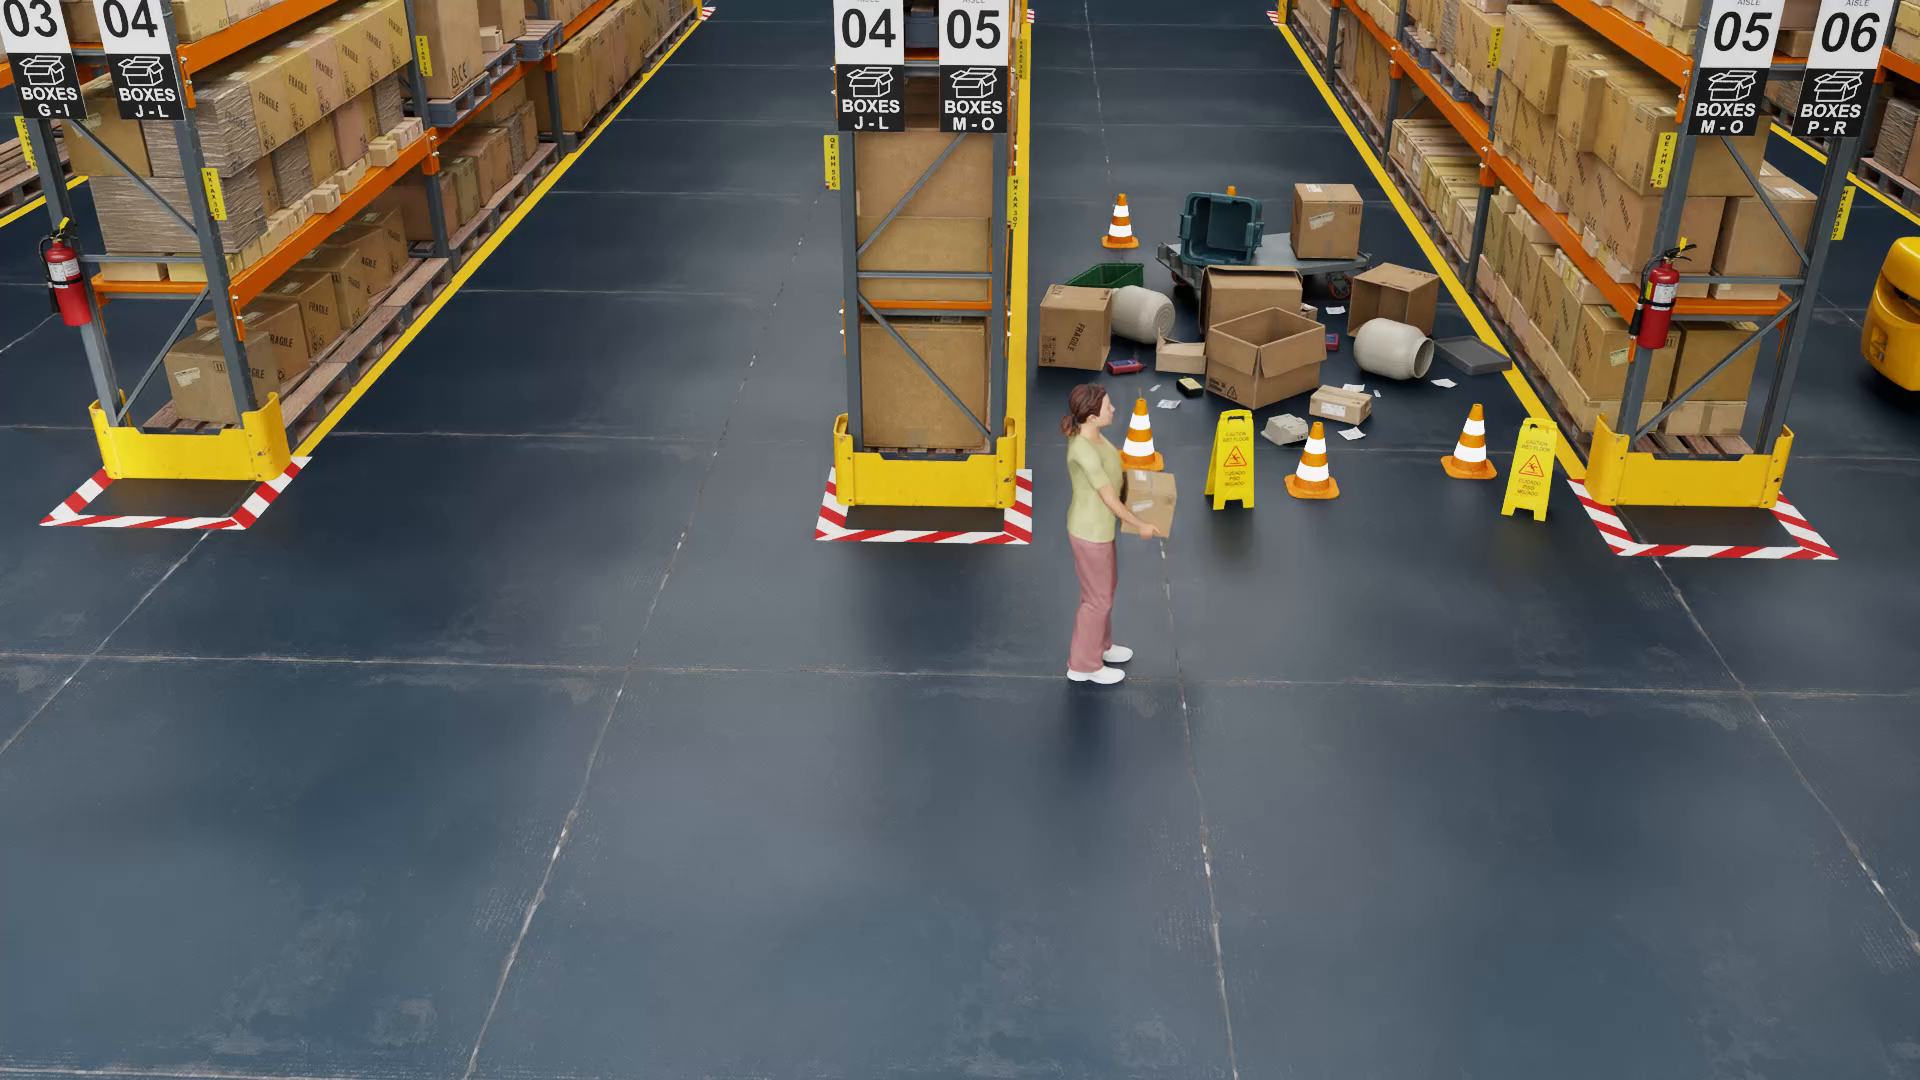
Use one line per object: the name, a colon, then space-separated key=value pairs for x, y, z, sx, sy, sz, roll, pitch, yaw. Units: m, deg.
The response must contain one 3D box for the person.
person: x=0.781 y=-0.035 z=8.709 sx=0.524 sy=1.660 sz=0.426 roll=1 pitch=28 yaw=2
